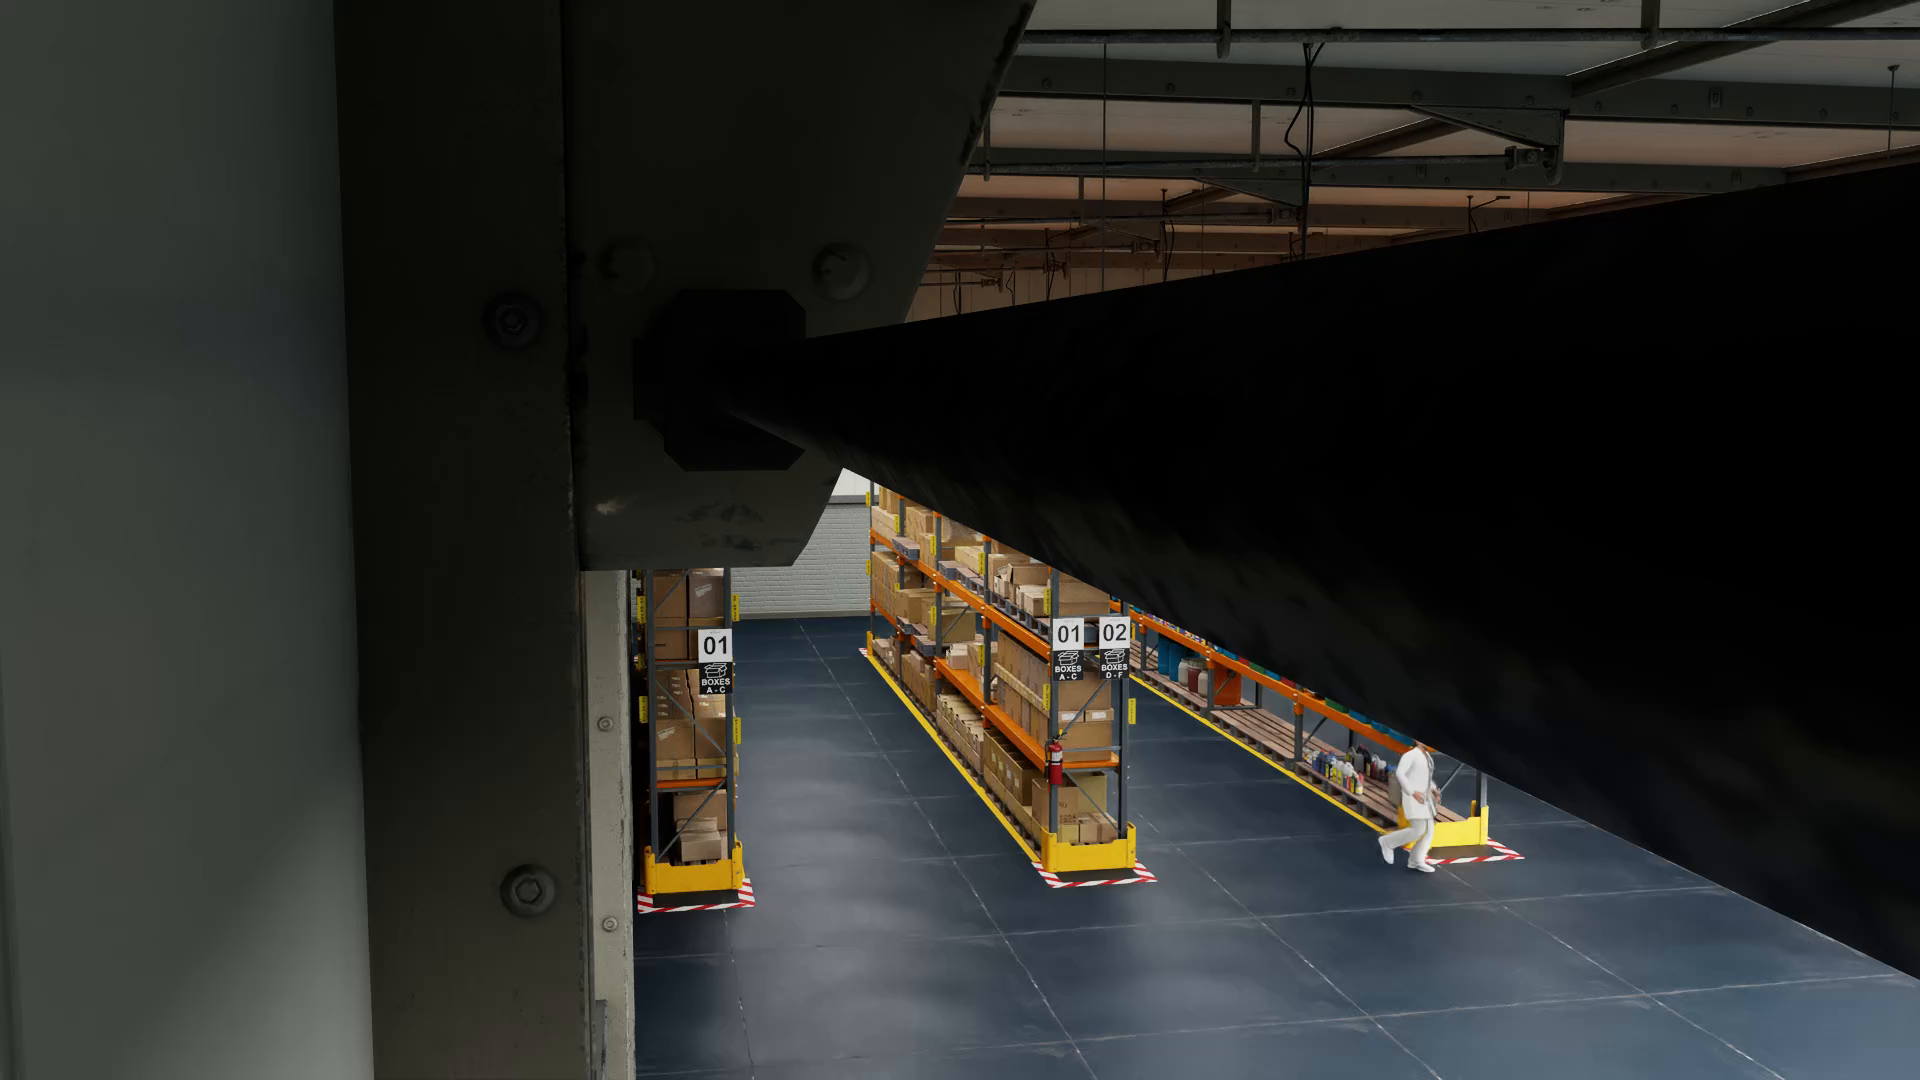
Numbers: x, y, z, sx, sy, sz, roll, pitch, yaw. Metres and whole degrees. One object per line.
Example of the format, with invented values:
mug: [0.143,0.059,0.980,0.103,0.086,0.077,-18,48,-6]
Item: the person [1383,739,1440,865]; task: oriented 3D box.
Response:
person: [7.009,4.734,7.134,19.702,1.735,21.506,5,8,37]
